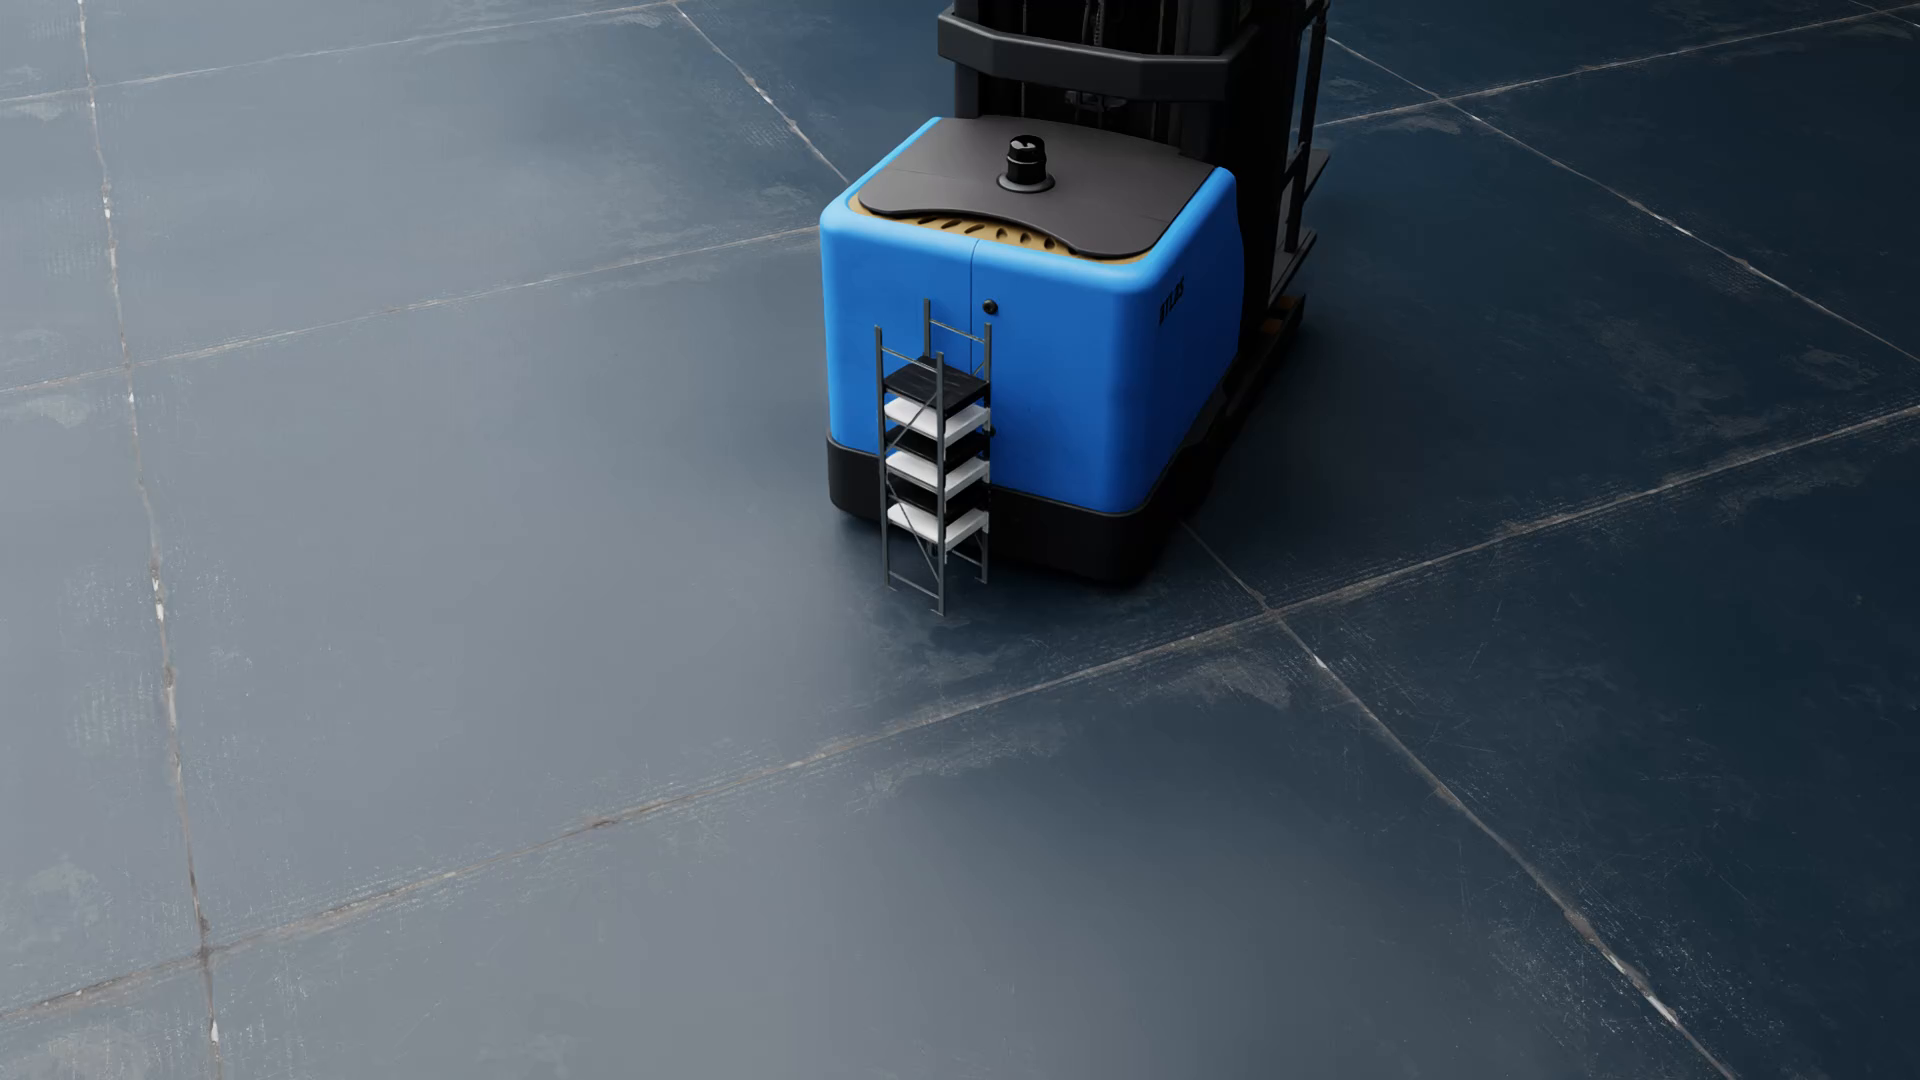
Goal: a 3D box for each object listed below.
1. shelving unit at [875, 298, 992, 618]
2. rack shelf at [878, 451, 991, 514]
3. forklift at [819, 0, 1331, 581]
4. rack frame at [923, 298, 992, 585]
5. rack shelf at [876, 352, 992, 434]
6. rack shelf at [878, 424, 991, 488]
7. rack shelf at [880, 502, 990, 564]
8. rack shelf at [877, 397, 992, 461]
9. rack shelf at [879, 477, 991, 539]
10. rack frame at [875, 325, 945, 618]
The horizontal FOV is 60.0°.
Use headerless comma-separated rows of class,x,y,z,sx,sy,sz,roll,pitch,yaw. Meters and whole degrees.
shelving unit,-0.073,-0.224,4.796,0.258,0.900,0.210,26,44,31
rack shelf,-0.073,-0.197,4.816,0.258,0.077,0.200,26,44,31
forklift,0.650,-1.926,5.386,1.130,2.935,3.031,15,39,19
rack frame,-0.008,-0.271,4.859,0.240,0.900,0.006,26,44,31
rack shelf,-0.073,-0.414,4.655,0.258,0.077,0.200,26,44,31
rack shelf,-0.073,-0.269,4.762,0.258,0.077,0.200,26,44,31
rack shelf,-0.073,-0.053,4.923,0.258,0.077,0.200,26,44,31
rack shelf,-0.073,-0.342,4.709,0.258,0.077,0.200,26,44,31
rack shelf,-0.073,-0.125,4.869,0.258,0.077,0.200,26,44,31
rack frame,-0.138,-0.177,4.733,0.240,0.900,0.006,26,44,31
